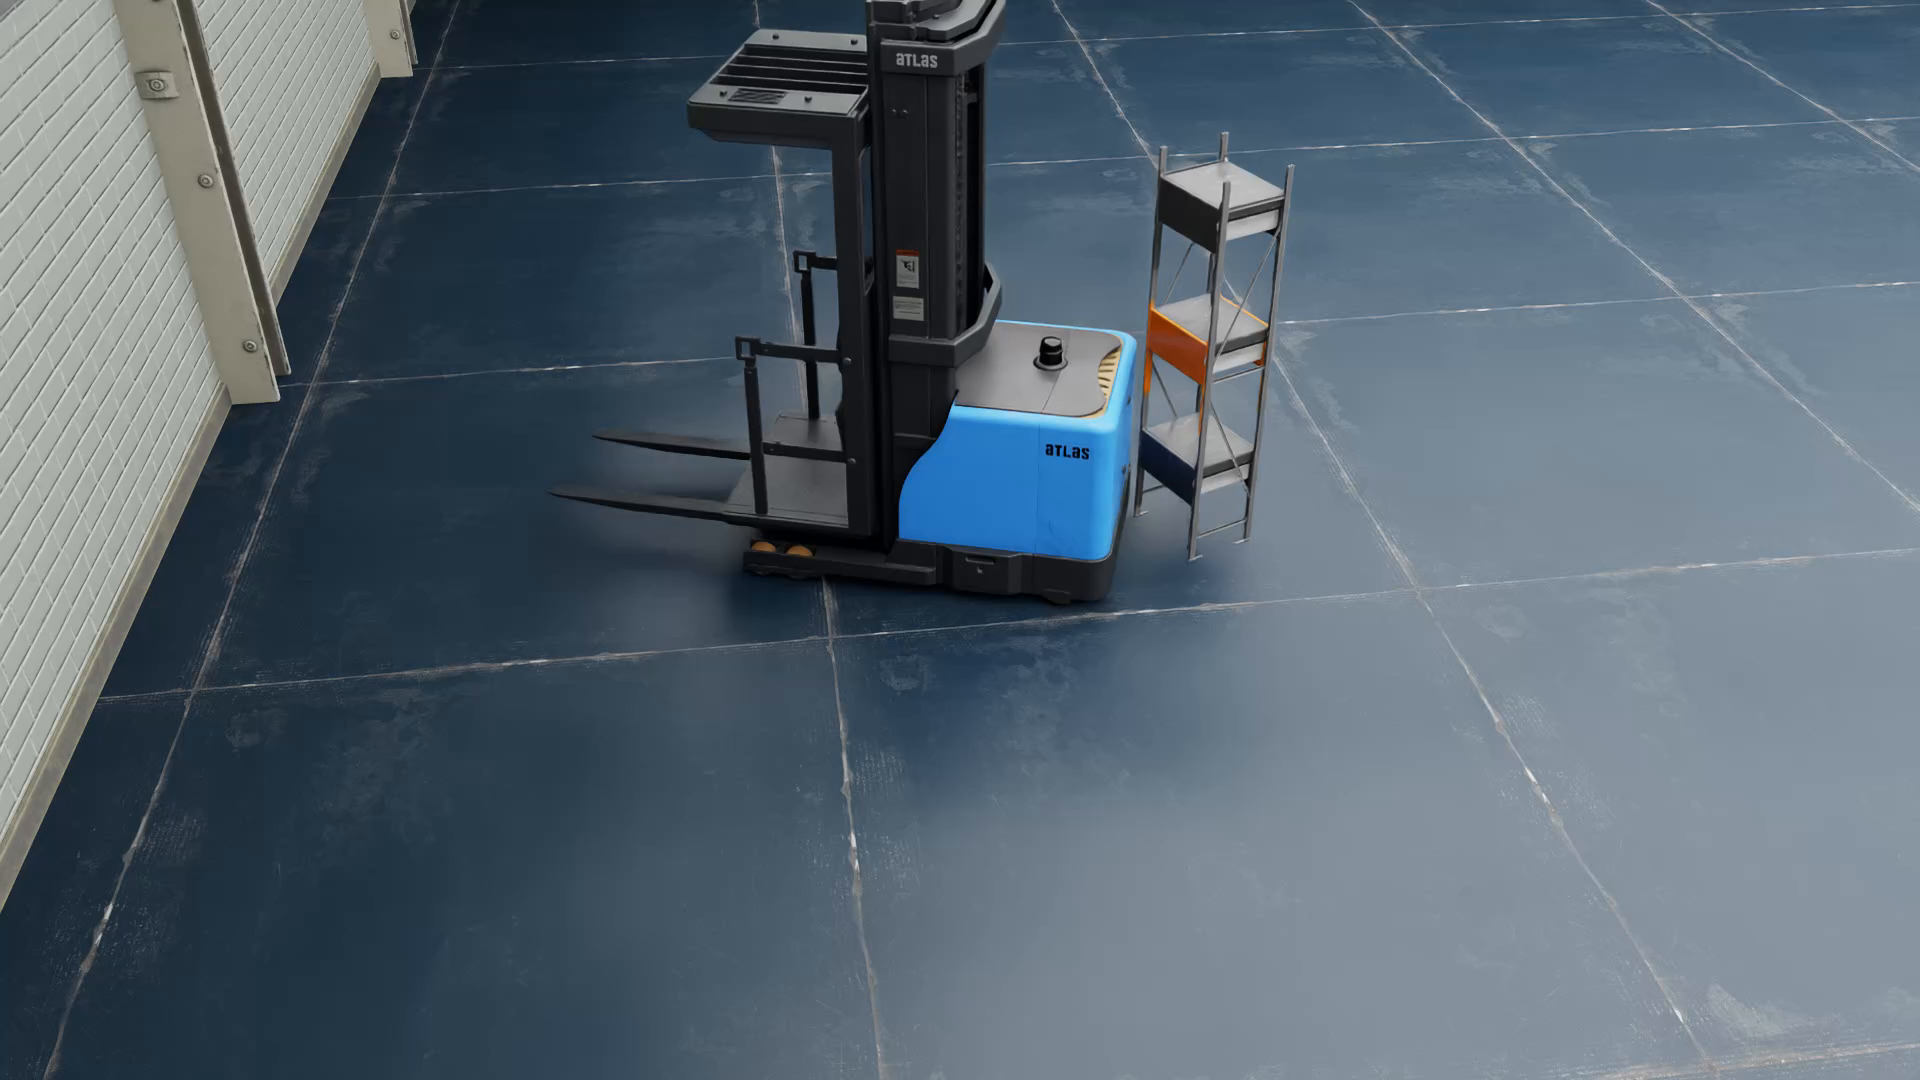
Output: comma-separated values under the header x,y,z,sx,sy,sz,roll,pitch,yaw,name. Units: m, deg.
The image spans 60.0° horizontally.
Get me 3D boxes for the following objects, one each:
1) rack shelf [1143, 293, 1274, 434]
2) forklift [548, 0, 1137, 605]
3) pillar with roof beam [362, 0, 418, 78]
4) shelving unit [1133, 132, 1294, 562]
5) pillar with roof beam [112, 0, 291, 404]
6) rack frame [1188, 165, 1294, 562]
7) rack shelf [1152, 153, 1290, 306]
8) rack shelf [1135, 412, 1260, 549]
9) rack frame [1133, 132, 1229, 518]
x,y,z,sx,sy,sz,roll,pitch,yaw,name
1.246,-0.918,8.384,0.431,0.518,0.480,-18,38,-25,rack shelf
-0.647,-1.296,8.177,3.031,2.935,1.130,7,35,9,forklift
-0.866,-8.335,13.119,9.100,9.000,0.400,-4,35,-6,pillar with roof beam
1.246,-0.929,8.376,0.431,2.100,0.503,-18,38,-25,shelving unit
-0.059,-4.987,8.206,9.100,9.000,0.400,-4,35,-6,pillar with roof beam
1.370,-0.810,8.203,0.400,2.100,0.015,-18,38,-25,rack frame
1.246,-1.496,7.990,0.431,0.518,0.480,-18,38,-25,rack shelf
1.246,-0.339,8.778,0.431,0.518,0.480,-18,38,-25,rack shelf
1.122,-1.047,8.550,0.400,2.100,0.015,-18,38,-25,rack frame
